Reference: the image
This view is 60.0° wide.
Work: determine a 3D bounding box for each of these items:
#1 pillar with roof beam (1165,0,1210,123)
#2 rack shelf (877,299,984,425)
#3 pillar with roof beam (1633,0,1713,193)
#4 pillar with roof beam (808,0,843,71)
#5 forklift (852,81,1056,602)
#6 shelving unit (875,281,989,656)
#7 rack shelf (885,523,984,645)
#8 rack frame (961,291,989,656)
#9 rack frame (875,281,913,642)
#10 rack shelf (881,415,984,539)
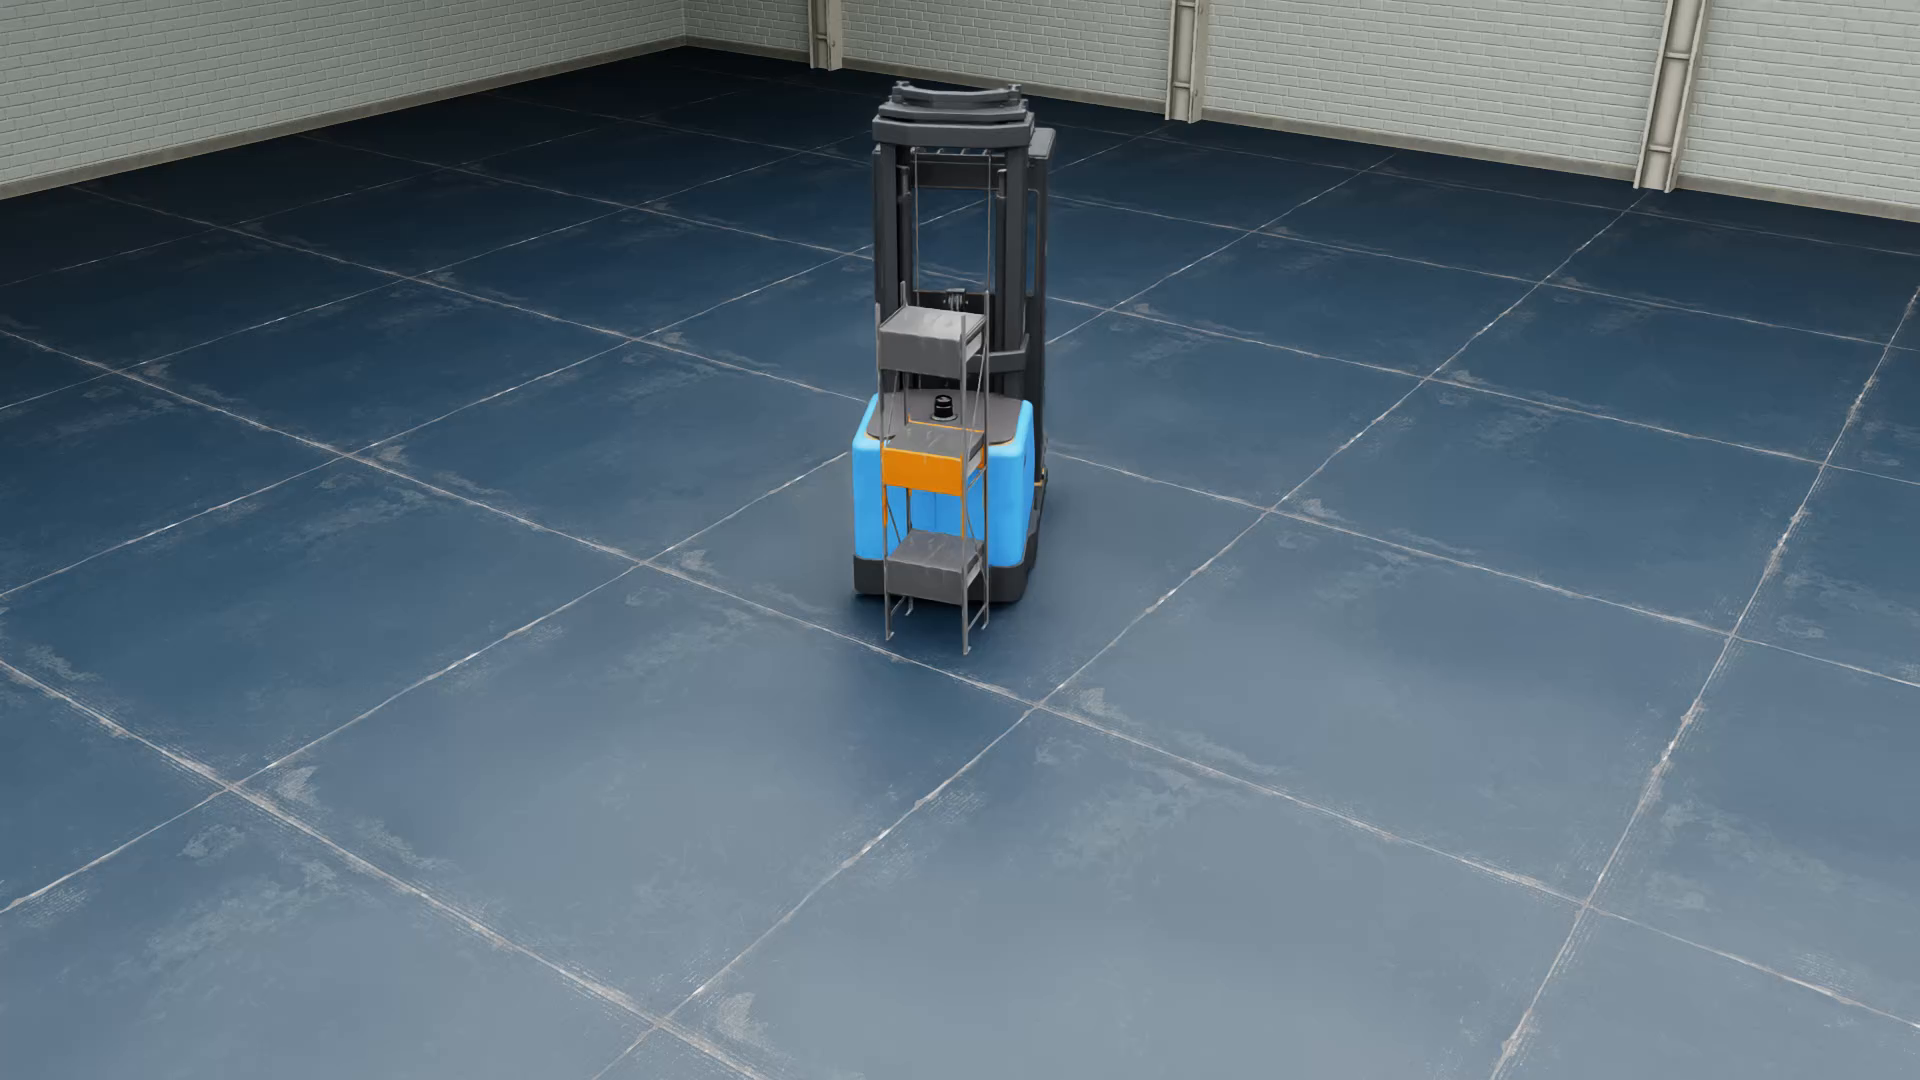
[{"bbox_3d":[0.508,-7.950,16.724,0.400,9.000,9.100,17,32,30],"label":"pillar with roof beam"},{"bbox_3d":[-0.145,-0.982,9.114,0.480,0.518,0.431,9,30,18],"label":"rack shelf"},{"bbox_3d":[5.454,-6.409,13.697,0.400,9.000,9.100,17,32,30],"label":"pillar with roof beam"},{"bbox_3d":[-4.437,-9.491,19.752,0.400,9.000,9.100,17,32,30],"label":"pillar with roof beam"},{"bbox_3d":[0.029,-1.570,10.877,1.130,2.935,3.031,3,27,6],"label":"forklift"},{"bbox_3d":[-0.140,-0.376,9.438,0.503,2.100,0.431,9,30,18],"label":"shelving unit"},{"bbox_3d":[-0.135,0.253,9.774,0.480,0.518,0.431,9,30,18],"label":"rack shelf"},{"bbox_3d":[0.089,-0.338,9.363,0.015,2.100,0.400,9,30,18],"label":"rack frame"},{"bbox_3d":[-0.369,-0.414,9.512,0.015,2.100,0.400,9,30,18],"label":"rack frame"},{"bbox_3d":[-0.140,-0.364,9.444,0.480,0.518,0.431,9,30,18],"label":"rack shelf"}]
